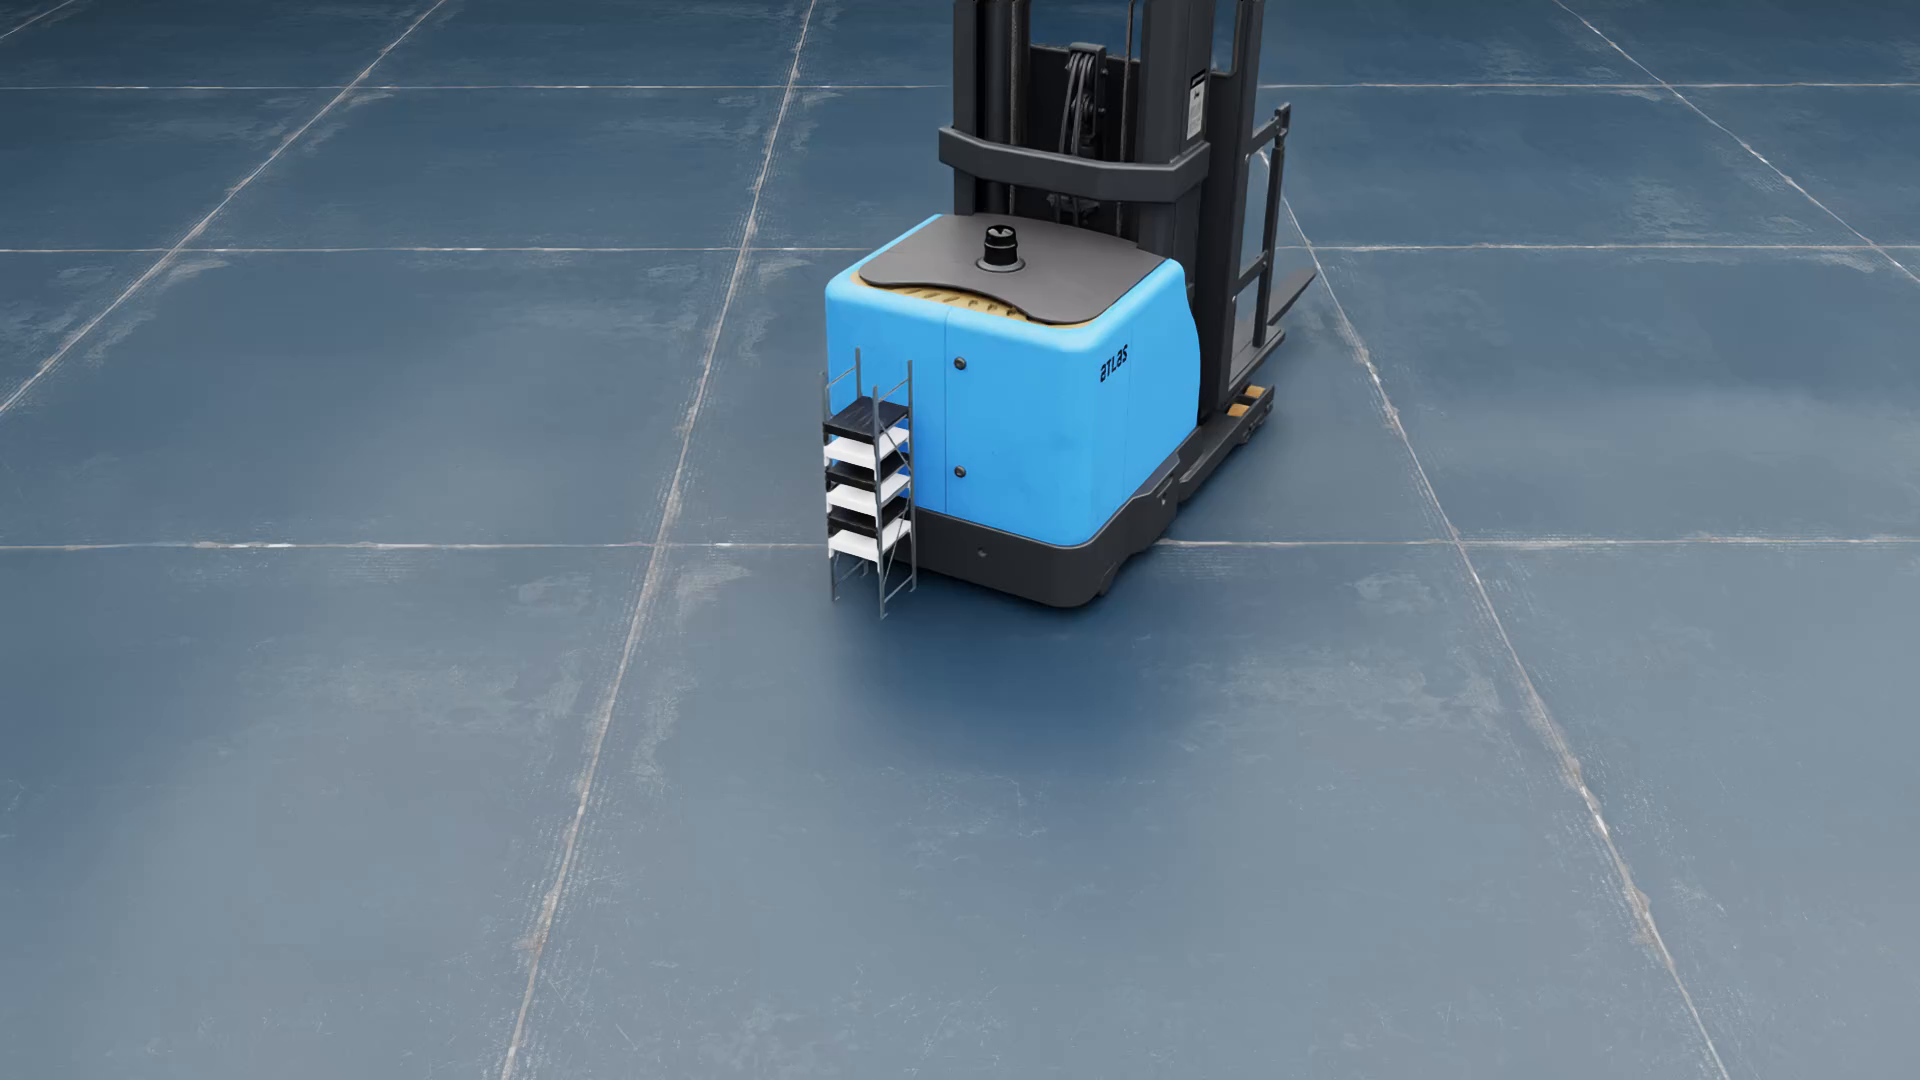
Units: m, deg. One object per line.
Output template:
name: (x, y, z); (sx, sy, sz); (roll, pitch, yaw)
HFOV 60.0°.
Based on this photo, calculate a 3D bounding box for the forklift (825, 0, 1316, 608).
forklift: (0.678, -1.757, 6.320); (1.130, 2.935, 3.031); (16, 35, 24)

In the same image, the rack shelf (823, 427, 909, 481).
rack shelf: (-0.307, -0.310, 5.610); (0.200, 0.077, 0.258); (16, 35, 24)

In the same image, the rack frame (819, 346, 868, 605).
rack frame: (-0.396, -0.211, 5.729); (0.006, 0.900, 0.240); (16, 35, 24)

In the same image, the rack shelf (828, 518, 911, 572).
rack shelf: (-0.306, -0.003, 5.798); (0.200, 0.077, 0.258); (16, 35, 24)

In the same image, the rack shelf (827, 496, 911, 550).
rack shelf: (-0.307, -0.080, 5.751); (0.200, 0.077, 0.258); (16, 35, 24)

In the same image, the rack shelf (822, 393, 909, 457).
rack shelf: (-0.307, -0.387, 5.563); (0.200, 0.077, 0.258); (16, 35, 24)

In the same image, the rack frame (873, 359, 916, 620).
rack frame: (-0.218, -0.160, 5.645); (0.006, 0.900, 0.240); (16, 35, 24)

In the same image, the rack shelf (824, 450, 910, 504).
rack shelf: (-0.307, -0.234, 5.657); (0.200, 0.077, 0.258); (16, 35, 24)

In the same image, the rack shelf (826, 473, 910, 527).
rack shelf: (-0.307, -0.157, 5.704); (0.200, 0.077, 0.258); (16, 35, 24)

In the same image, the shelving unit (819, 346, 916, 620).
shelving unit: (-0.307, -0.185, 5.687); (0.210, 0.900, 0.258); (16, 35, 24)
